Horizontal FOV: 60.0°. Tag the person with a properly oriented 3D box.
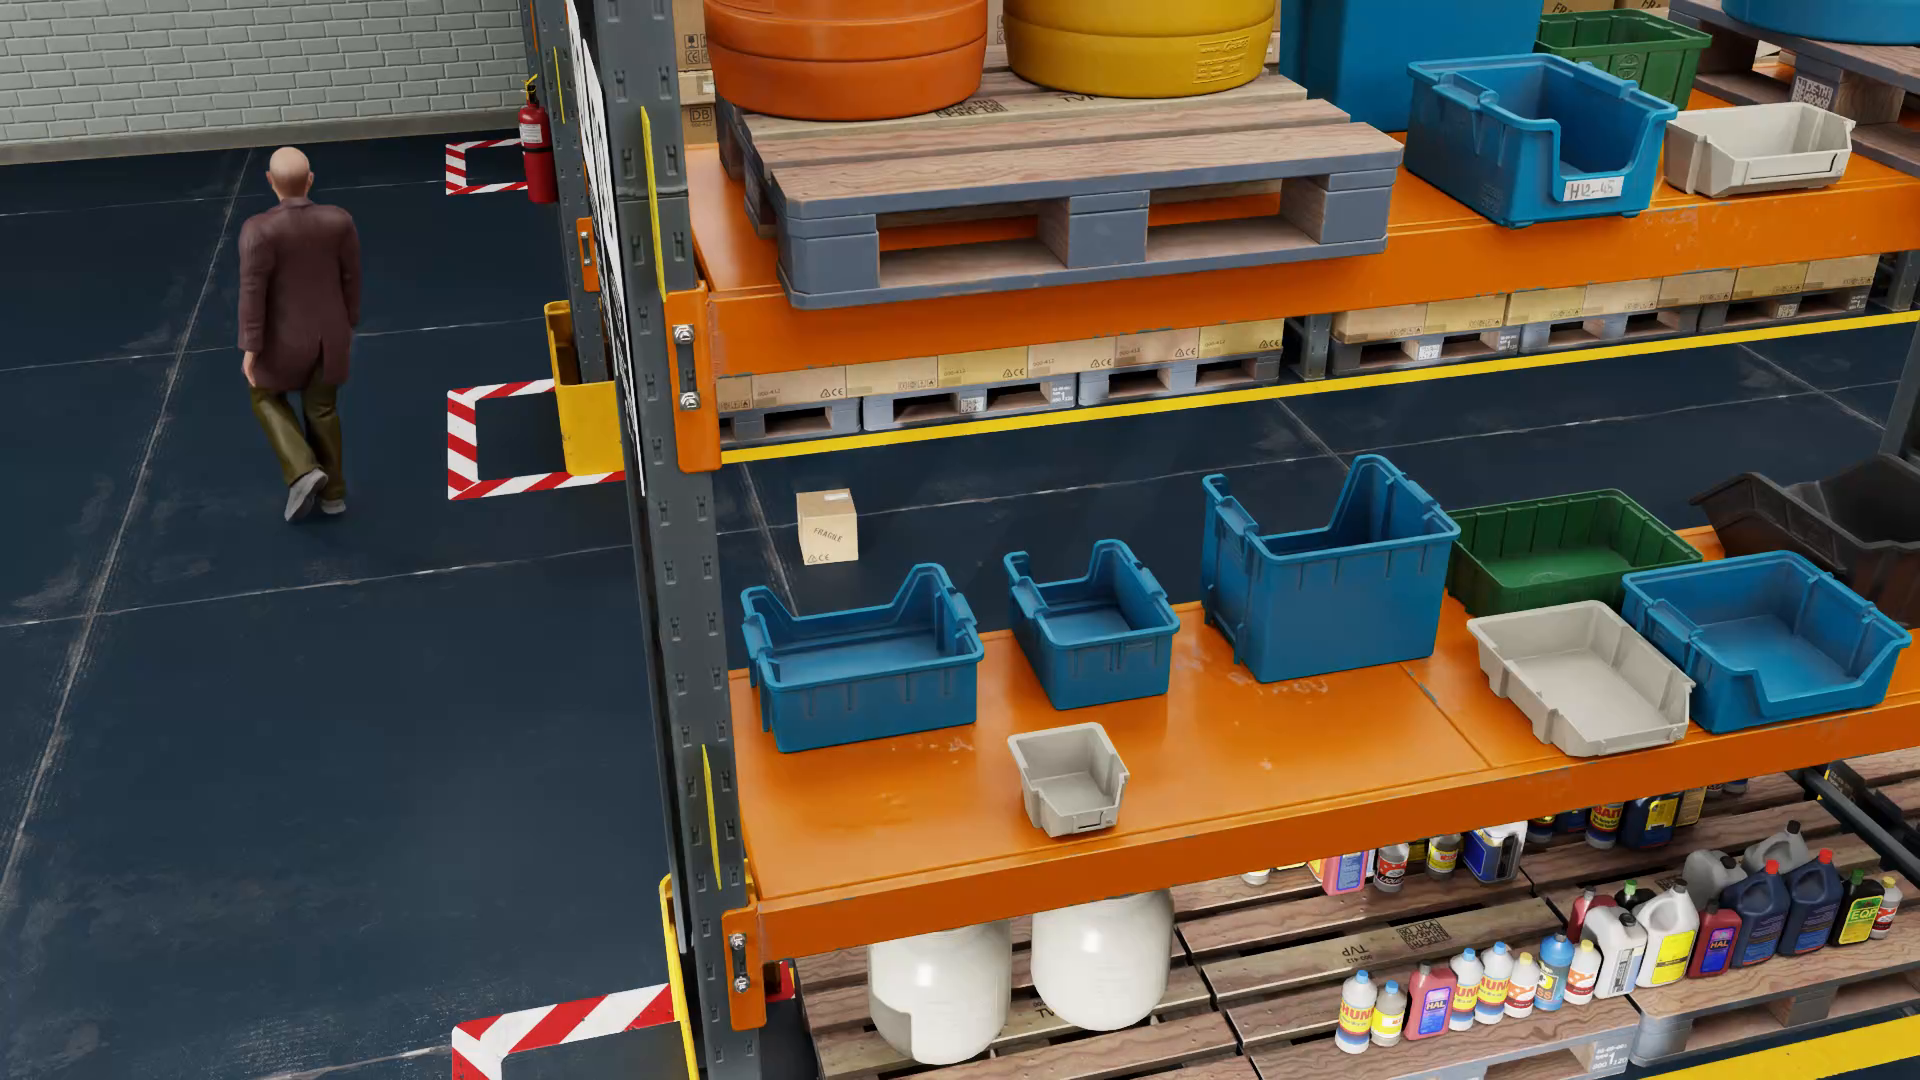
[{"bbox_3d":[-3.080,-0.956,7.766,0.645,1.763,0.503,-26,39,-38],"label":"person"}]
